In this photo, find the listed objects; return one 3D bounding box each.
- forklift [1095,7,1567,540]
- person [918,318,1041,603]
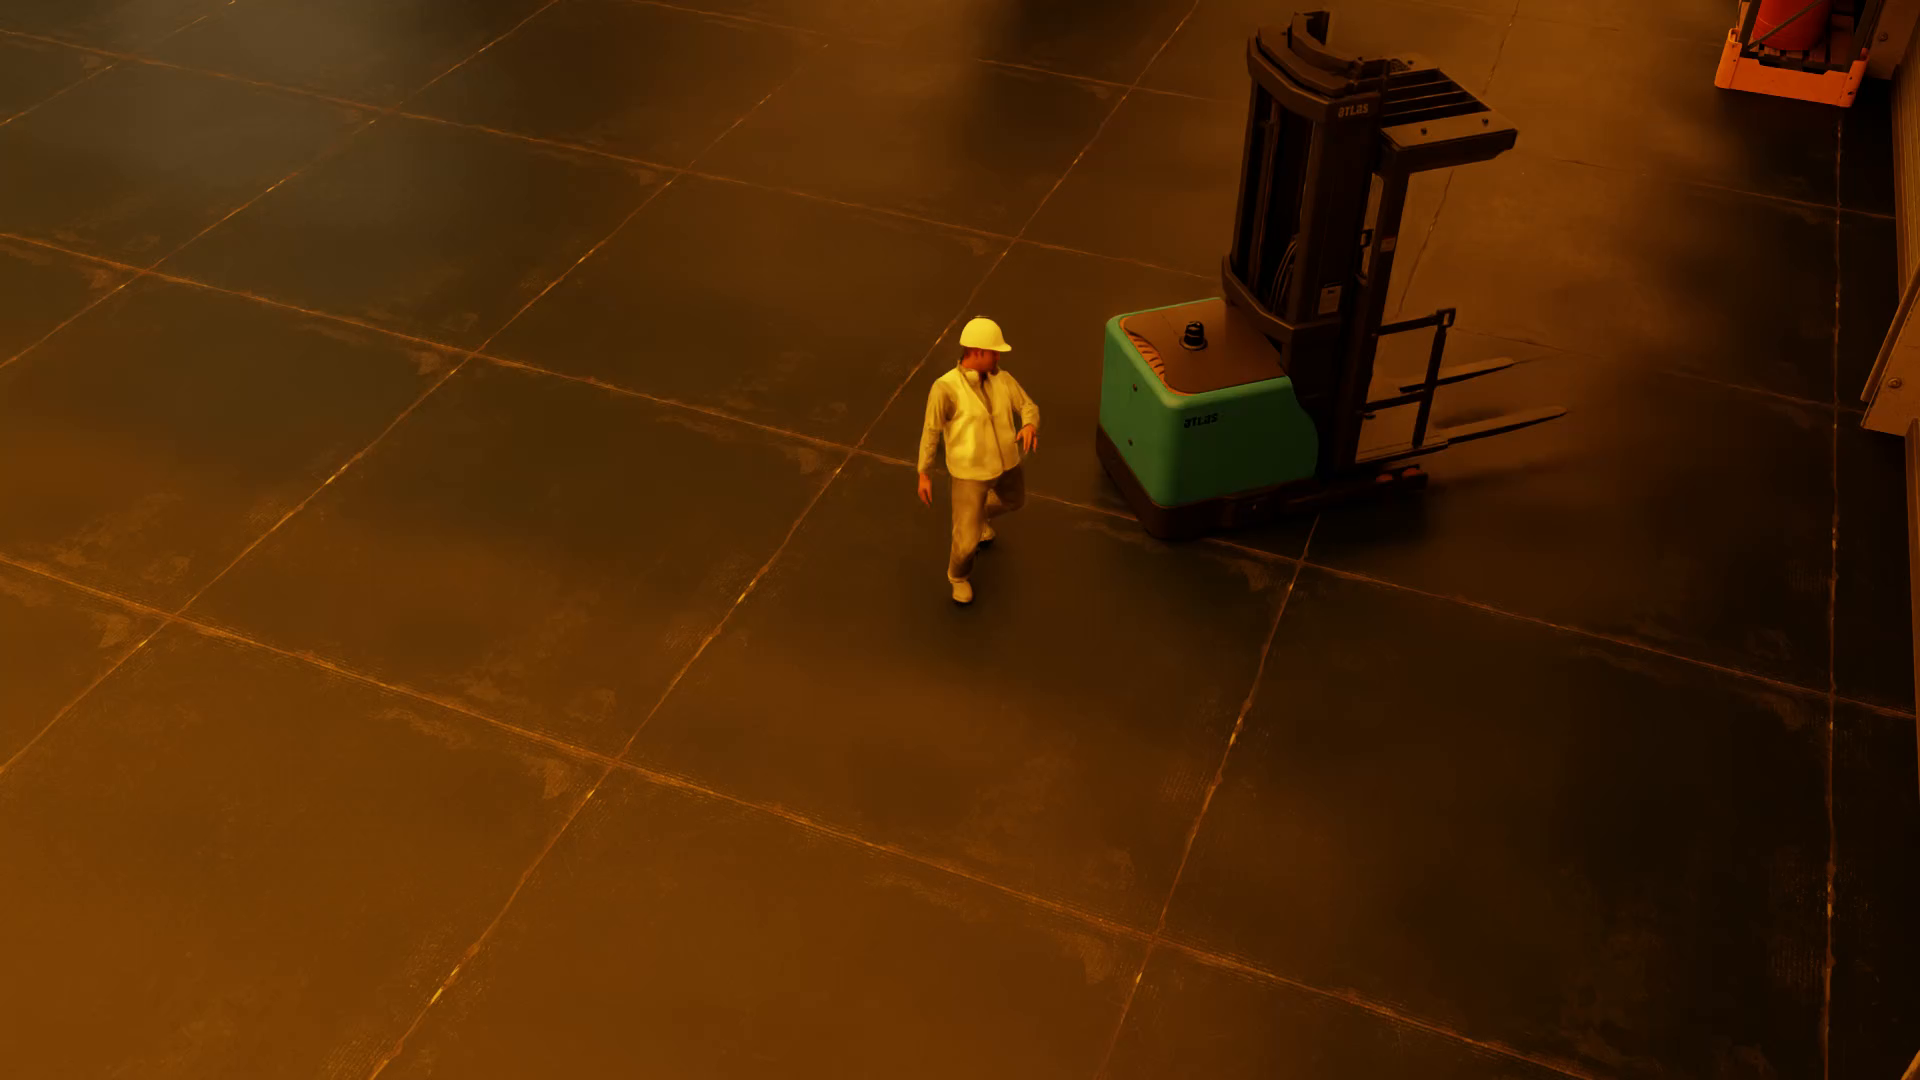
[{"bbox_3d":[2.459,-1.690,10.025,3.031,2.935,1.130,-12,41,-14],"label":"forklift"},{"bbox_3d":[0.093,-0.393,9.490,0.837,1.609,0.843,-32,50,-33],"label":"person"}]
